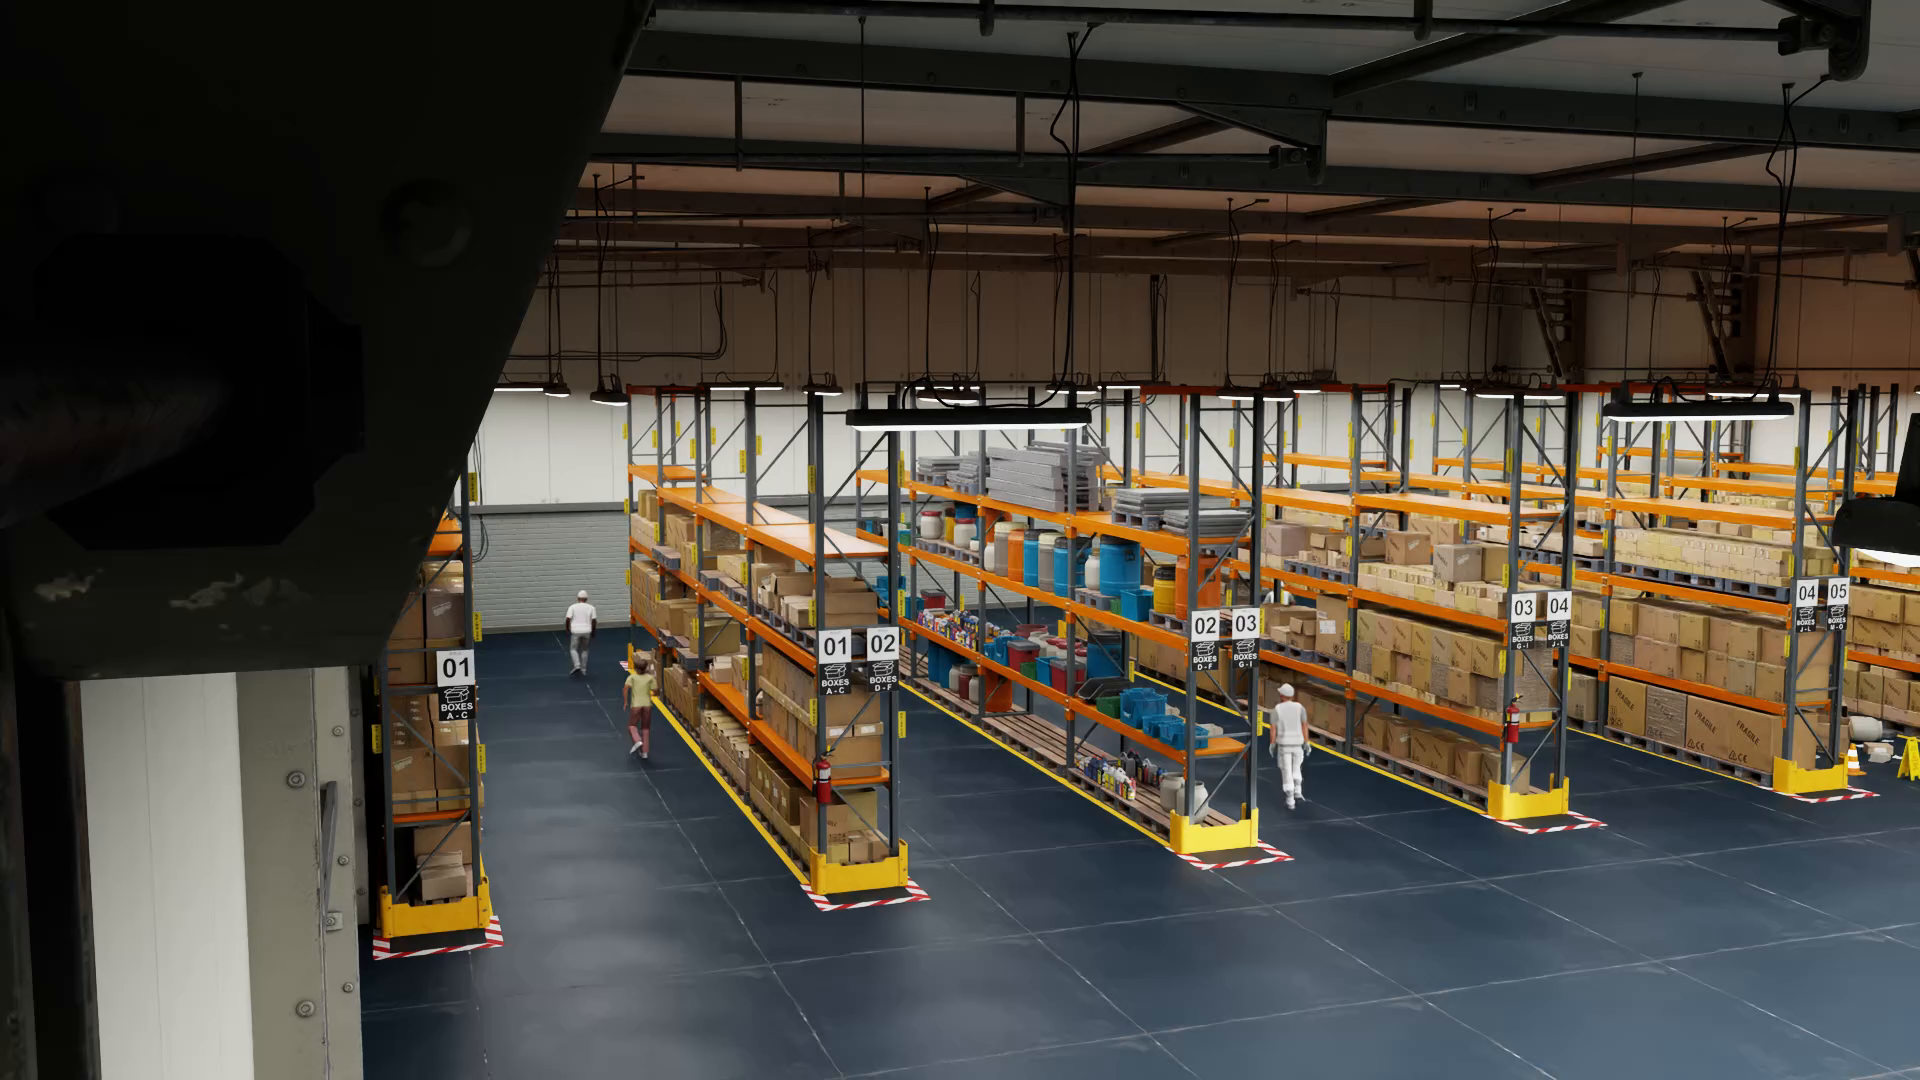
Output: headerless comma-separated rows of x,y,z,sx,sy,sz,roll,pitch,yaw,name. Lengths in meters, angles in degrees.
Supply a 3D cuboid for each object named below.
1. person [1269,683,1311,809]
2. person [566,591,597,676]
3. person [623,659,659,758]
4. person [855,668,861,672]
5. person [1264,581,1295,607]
4.748,2.957,23.991,0.585,1.770,0.496,0,6,-4,person
-7.804,1.930,34.308,0.629,1.736,0.700,-2,6,-18,person
-5.230,2.747,27.268,0.590,1.566,0.700,-2,6,-17,person
-2.036,2.272,30.211,0.516,1.536,0.888,-4,7,-35,person
7.027,1.715,36.653,0.727,1.683,0.638,-1,6,-10,person
